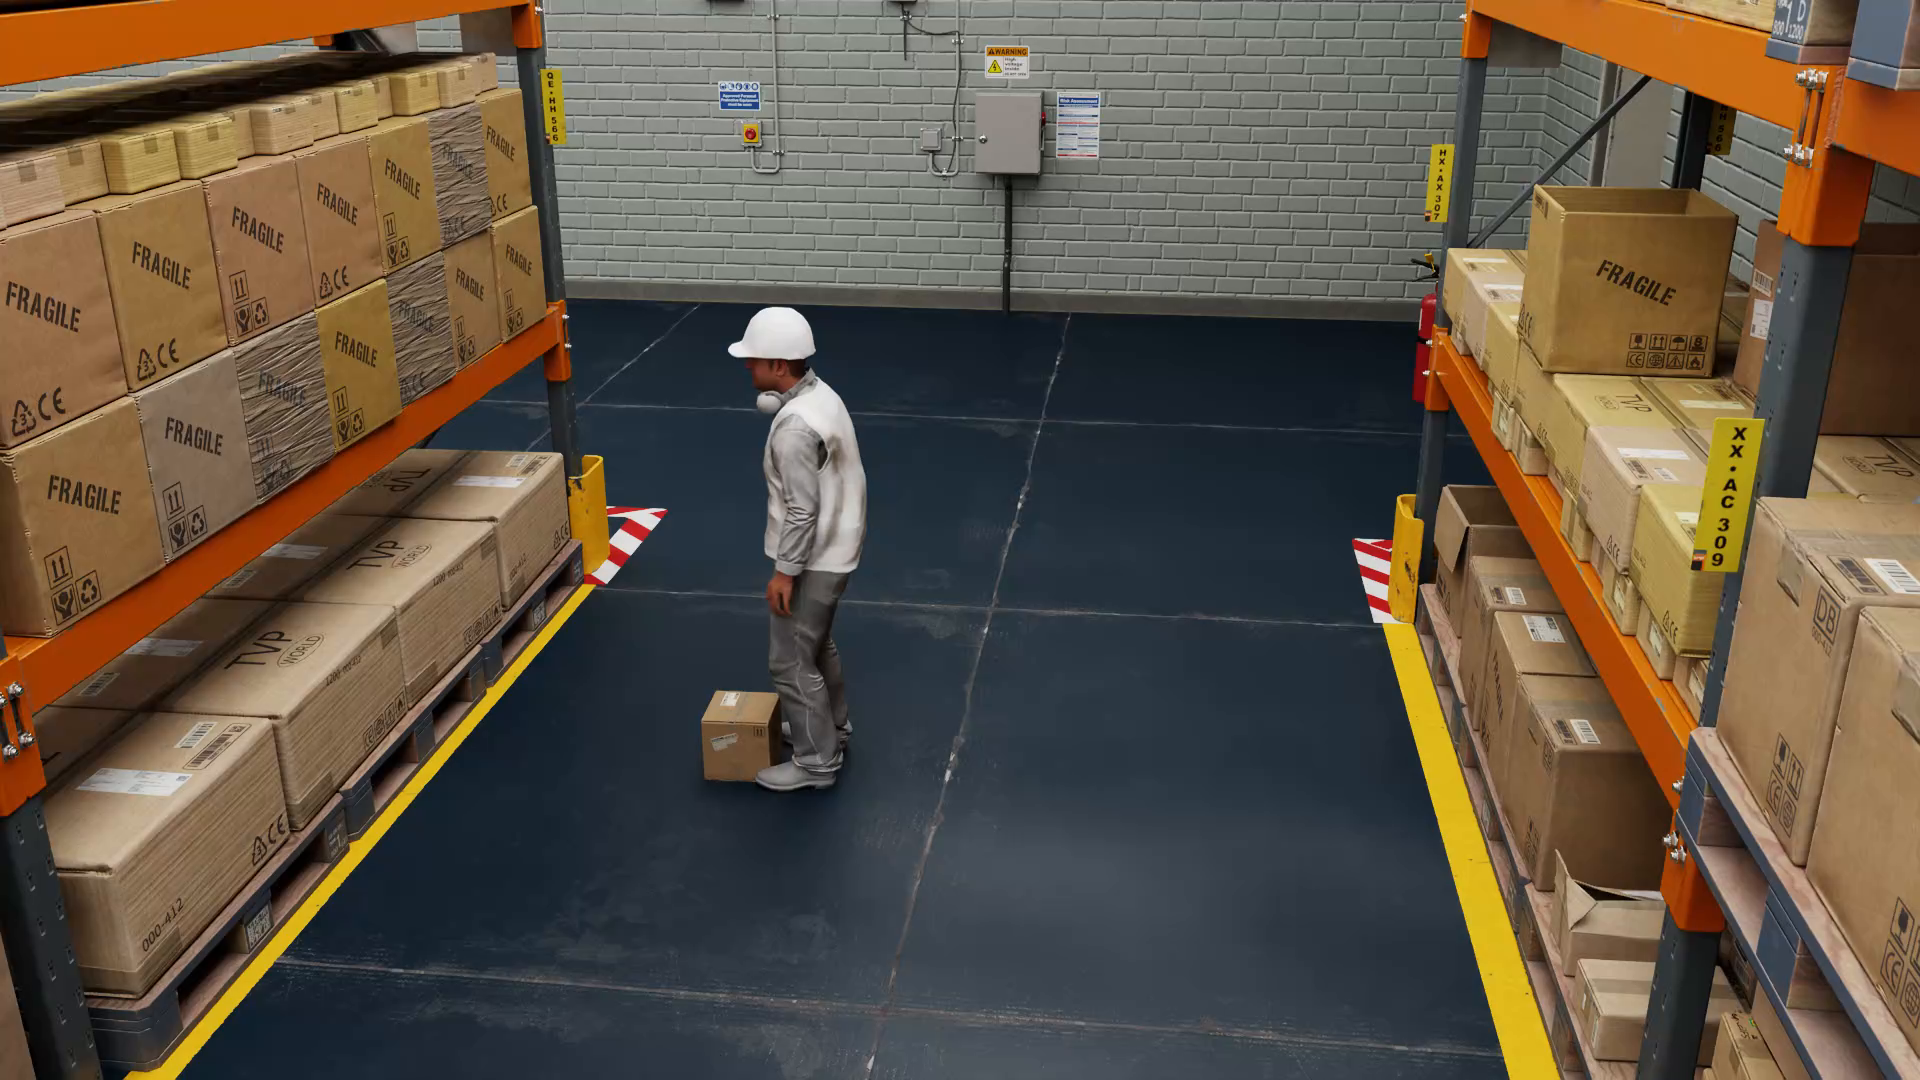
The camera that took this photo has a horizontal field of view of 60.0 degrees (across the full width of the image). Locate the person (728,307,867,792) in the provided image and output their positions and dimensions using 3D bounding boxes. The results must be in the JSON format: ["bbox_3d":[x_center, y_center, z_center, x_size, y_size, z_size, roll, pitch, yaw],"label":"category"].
[{"bbox_3d":[-0.559,0.039,5.946,0.457,1.770,0.593,1,21,4],"label":"person"}]
